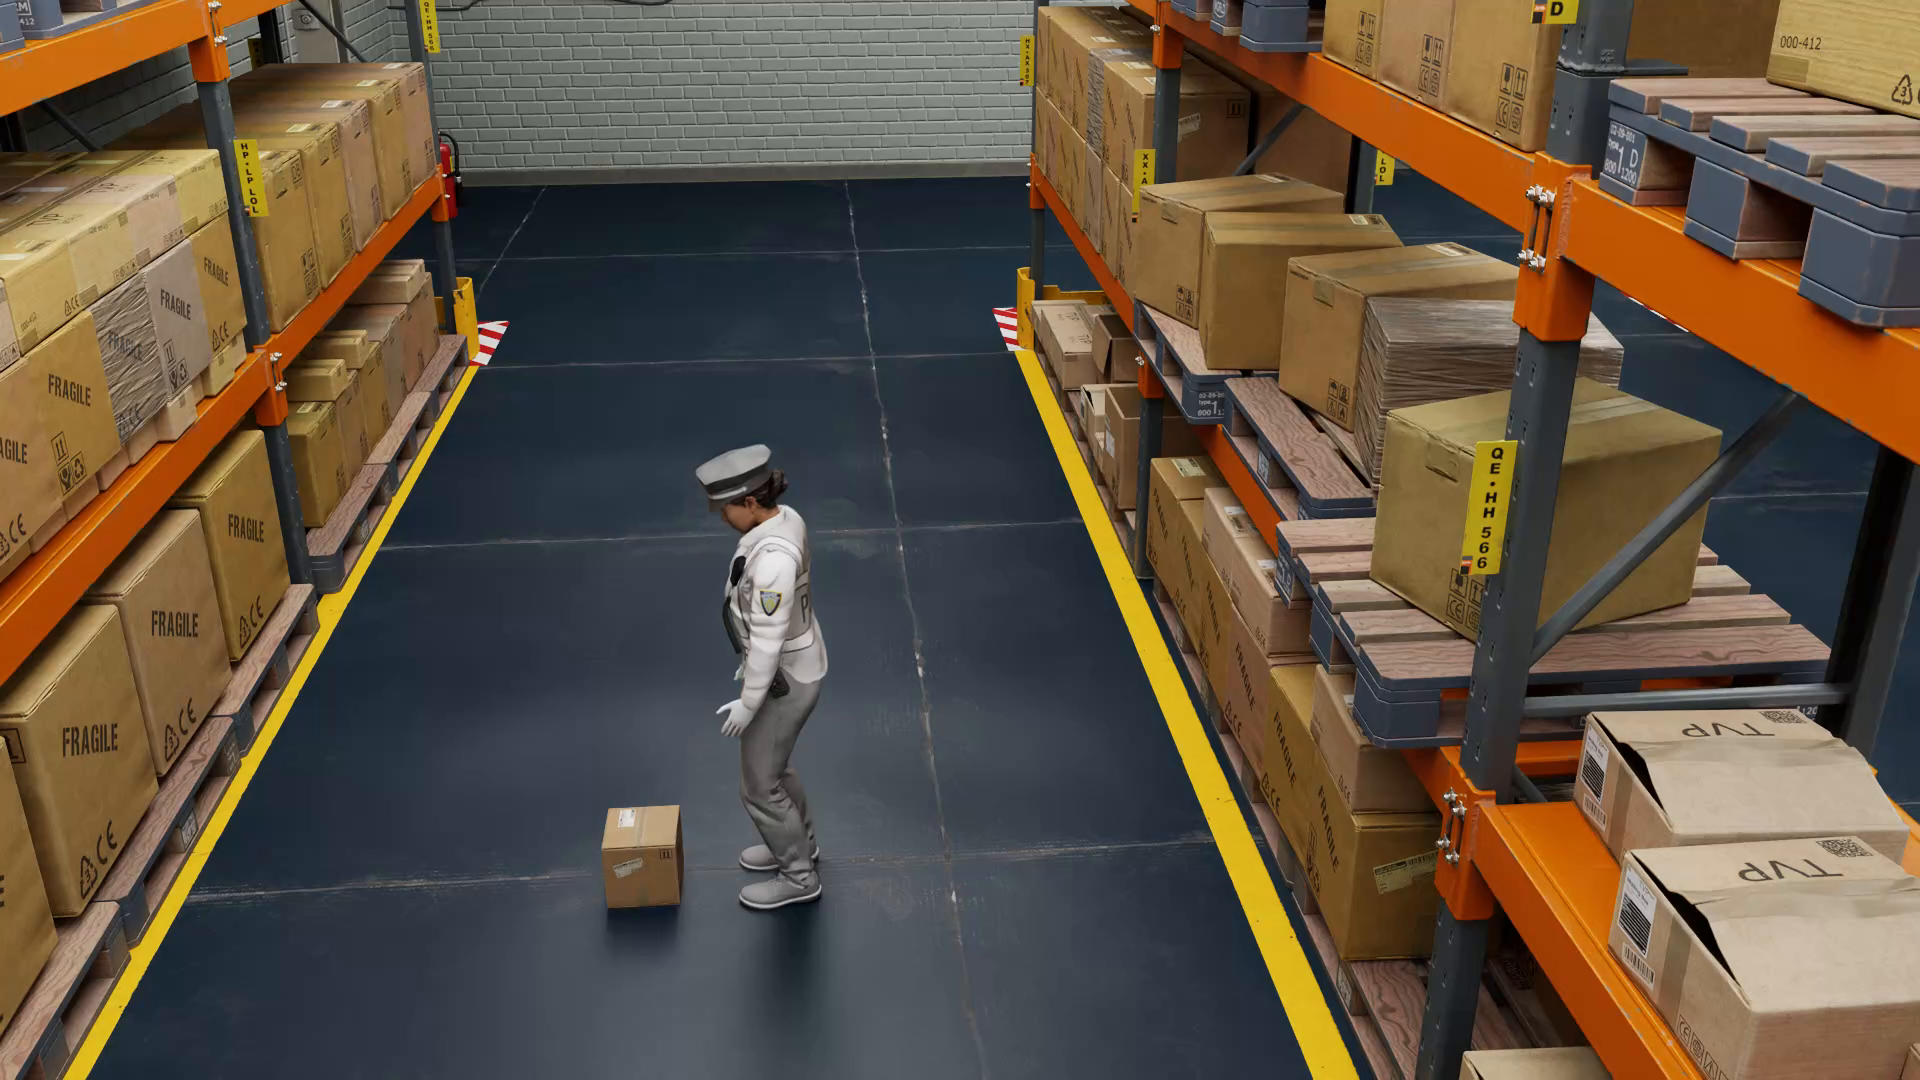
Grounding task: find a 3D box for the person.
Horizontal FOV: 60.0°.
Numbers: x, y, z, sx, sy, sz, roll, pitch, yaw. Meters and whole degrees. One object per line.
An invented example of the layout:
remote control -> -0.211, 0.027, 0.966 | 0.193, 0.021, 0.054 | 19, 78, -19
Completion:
person -> -0.639, 0.475, 5.566 | 0.396, 1.645, 0.488 | -2, 24, -4
